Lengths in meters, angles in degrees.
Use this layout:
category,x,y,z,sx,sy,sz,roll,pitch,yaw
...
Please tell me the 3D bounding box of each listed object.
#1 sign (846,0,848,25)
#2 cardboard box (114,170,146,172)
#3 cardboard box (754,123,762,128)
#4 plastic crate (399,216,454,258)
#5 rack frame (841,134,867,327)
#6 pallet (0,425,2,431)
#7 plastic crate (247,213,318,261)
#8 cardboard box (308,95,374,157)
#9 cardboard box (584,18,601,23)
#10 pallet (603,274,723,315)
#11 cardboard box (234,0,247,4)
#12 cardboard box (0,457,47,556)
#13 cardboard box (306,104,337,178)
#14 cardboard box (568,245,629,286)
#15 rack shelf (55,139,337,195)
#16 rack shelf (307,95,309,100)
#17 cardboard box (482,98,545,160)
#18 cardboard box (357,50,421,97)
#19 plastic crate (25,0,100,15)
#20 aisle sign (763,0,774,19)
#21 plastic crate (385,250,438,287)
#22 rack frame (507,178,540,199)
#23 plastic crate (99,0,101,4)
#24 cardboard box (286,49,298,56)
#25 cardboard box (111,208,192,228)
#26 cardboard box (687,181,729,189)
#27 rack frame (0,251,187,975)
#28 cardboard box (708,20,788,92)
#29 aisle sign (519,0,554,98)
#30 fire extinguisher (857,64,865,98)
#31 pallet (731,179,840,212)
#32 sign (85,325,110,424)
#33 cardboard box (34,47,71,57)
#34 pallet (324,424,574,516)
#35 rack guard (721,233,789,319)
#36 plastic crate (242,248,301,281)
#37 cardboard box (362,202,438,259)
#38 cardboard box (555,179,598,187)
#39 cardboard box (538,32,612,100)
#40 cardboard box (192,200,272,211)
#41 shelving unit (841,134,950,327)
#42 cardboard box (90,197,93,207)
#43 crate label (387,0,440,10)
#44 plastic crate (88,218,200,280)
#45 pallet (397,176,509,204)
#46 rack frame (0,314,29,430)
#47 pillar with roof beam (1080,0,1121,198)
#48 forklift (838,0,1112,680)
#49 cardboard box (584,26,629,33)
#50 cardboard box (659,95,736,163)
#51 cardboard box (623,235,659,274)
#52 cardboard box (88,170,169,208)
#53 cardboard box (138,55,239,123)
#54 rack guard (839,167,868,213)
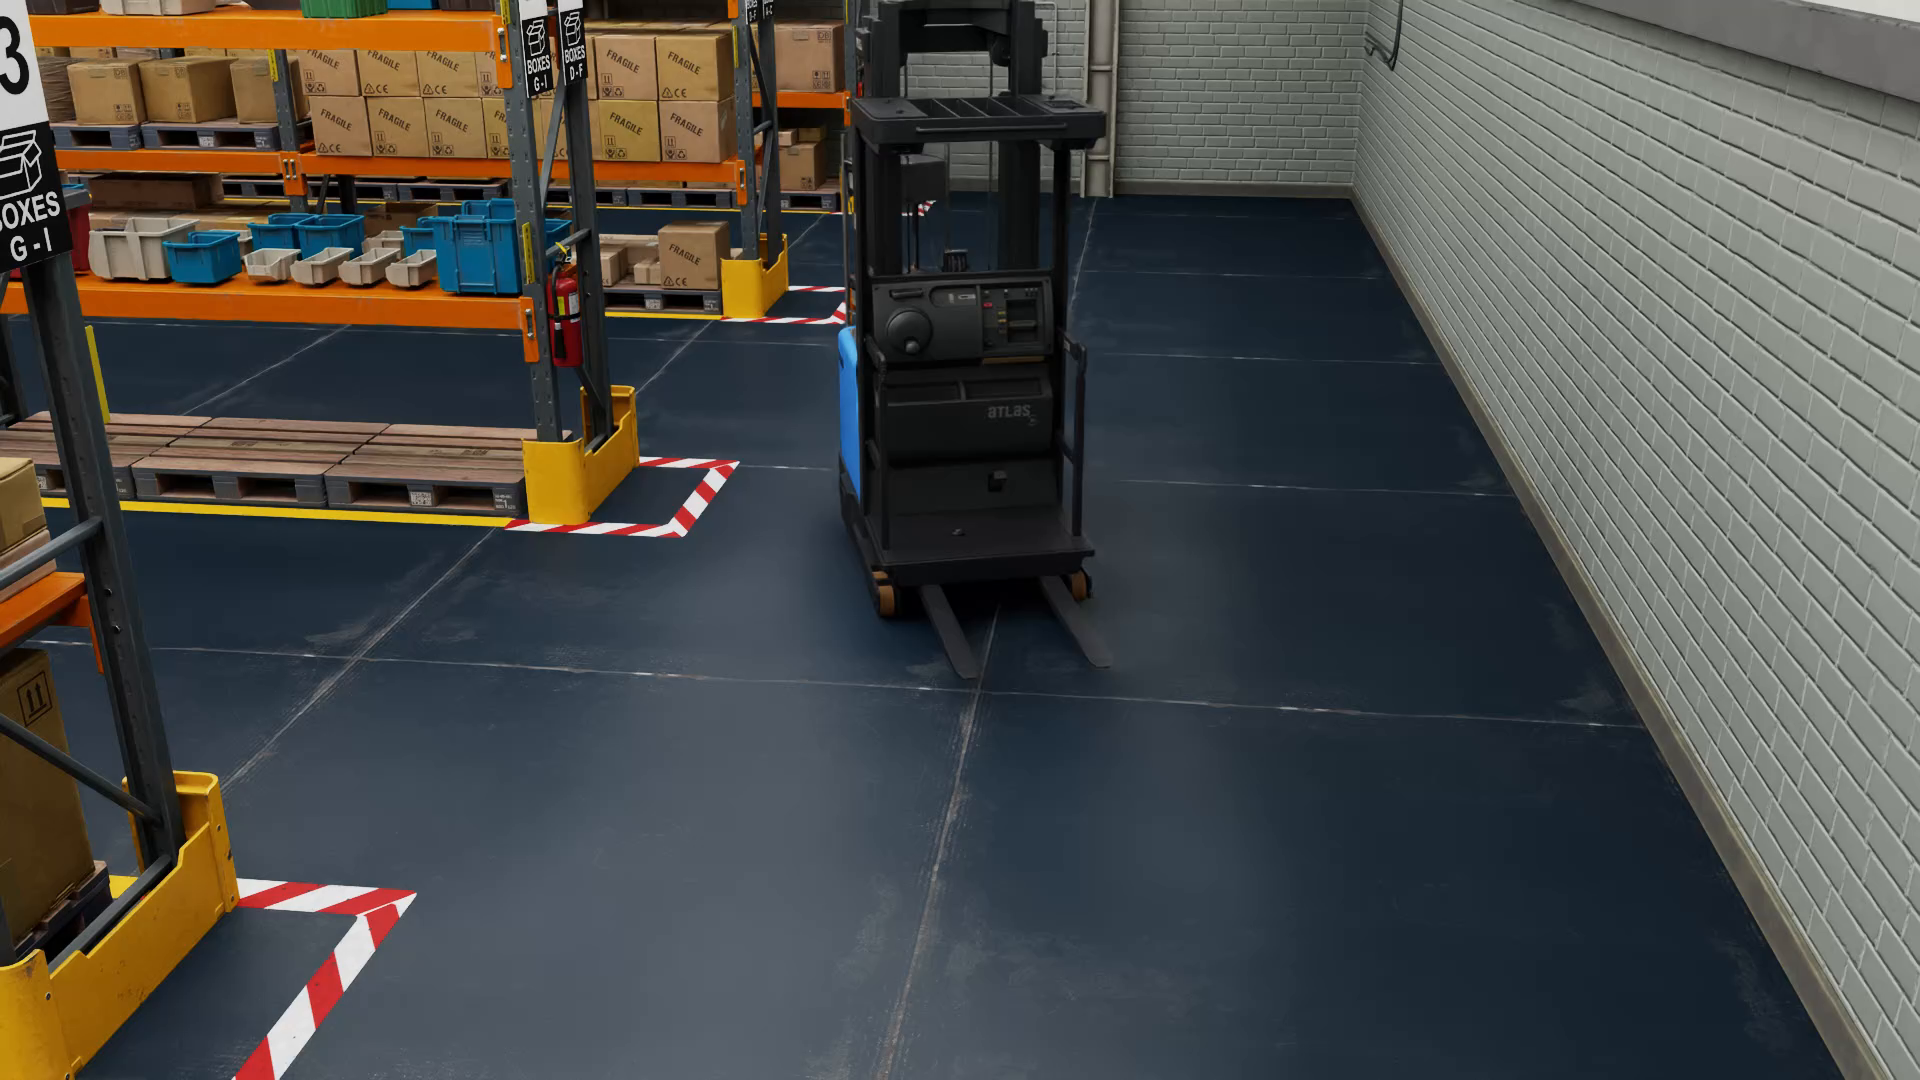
category,x,y,z,sx,sy,sz,roll,pitch,yaw
sign,-1.225,-5.762,18.037,0.005,0.325,0.100,2,22,6
cardboard box,-9.812,-4.711,20.078,0.500,0.500,0.700,3,22,7
cardboard box,-2.458,-4.739,19.294,0.250,0.149,0.380,3,22,7
plastic crate,-3.173,-1.803,10.067,0.300,0.233,0.416,2,22,6
rack frame,-0.587,-1.340,9.971,0.015,2.100,0.400,-13,25,-29
pallet,-7.046,-0.619,10.718,1.213,0.211,1.003,2,22,6
plastic crate,-4.125,-1.845,10.172,0.300,0.233,0.416,2,22,6
cardboard box,-5.224,-3.600,14.330,0.500,0.500,0.500,3,22,8
cardboard box,-4.582,-5.594,19.102,0.700,0.700,0.980,3,22,7
pallet,-2.593,-2.243,14.826,1.213,0.211,1.003,2,22,6
cardboard box,-8.137,-6.063,19.108,0.500,0.250,0.500,2,22,6
cardboard box,-3.341,-0.073,5.345,0.500,0.250,0.500,2,22,5
cardboard box,-7.507,-4.733,19.684,0.750,0.750,0.750,2,22,6
cardboard box,-3.235,-2.414,14.607,0.500,0.250,0.500,2,22,6
rack shelf,-7.684,-3.427,15.007,4.000,0.370,1.077,2,22,6
rack shelf,-7.105,-5.236,19.582,4.000,0.370,1.077,2,22,6
cardboard box,-3.714,-3.535,14.166,0.500,0.500,0.500,2,22,6
cardboard box,-4.751,-4.041,14.086,0.500,0.500,0.500,2,22,5
plastic crate,-5.084,-3.047,9.165,0.590,0.269,0.497,2,22,6
aisle sign,-1.624,-4.815,14.004,0.004,0.787,0.394,2,22,6
plastic crate,-3.144,-1.568,9.604,0.243,0.136,0.396,2,22,6
rack frame,-5.119,-5.484,19.231,0.127,3.000,1.000,2,22,6
plastic crate,-4.977,-3.223,9.791,0.466,0.136,0.293,2,22,6
cardboard box,-7.627,-5.689,19.182,0.500,0.500,0.500,2,22,6
cardboard box,-7.210,-2.680,14.941,0.500,0.500,0.500,3,22,7
cardboard box,-2.850,-4.381,19.269,0.500,0.500,0.700,2,22,5
rack frame,-2.896,0.115,5.070,0.127,3.000,1.000,2,22,6
cardboard box,-2.378,-5.496,18.854,0.700,0.700,0.980,2,22,6
aisle sign,-2.276,-2.793,8.888,0.004,0.787,0.394,2,22,6
fire extinguisher,-1.051,-4.927,18.434,0.183,0.674,0.296,2,22,6
pallet,-1.950,-4.020,19.321,1.213,0.211,1.003,2,22,6
sign,-2.824,-0.527,5.408,0.005,0.325,0.100,2,22,6
cardboard box,-10.799,-5.971,19.728,0.500,0.500,0.700,2,22,6
pallet,-3.127,-0.447,10.283,1.213,0.211,1.003,2,22,6
rack guard,-1.802,-2.343,14.686,0.348,0.500,1.175,2,22,6
plastic crate,-4.006,-1.595,9.672,0.250,0.136,0.298,2,22,6
cardboard box,-5.099,-2.796,15.234,0.500,0.500,0.500,2,22,6
cardboard box,-4.389,-4.447,19.437,0.500,0.500,0.700,3,22,7
cardboard box,-3.218,-3.975,13.918,0.500,0.500,0.500,3,22,8
cardboard box,-6.681,-2.846,15.361,0.500,0.500,0.500,3,22,7
shelving unit,-0.379,-1.387,10.090,0.503,2.100,0.431,-13,25,-29
cardboard box,-8.200,-2.913,15.530,0.500,0.500,0.500,2,22,4
crate label,-3.191,-3.177,9.520,0.502,0.251,0.408,2,22,6
plastic crate,-4.790,-1.706,9.756,0.530,0.282,0.437,2,22,6
pallet,-5.894,-4.193,19.759,1.213,0.211,1.003,2,22,6
rack frame,-6.285,-1.867,10.082,0.127,3.000,1.000,2,22,6
pillar with roof beam,1.130,-6.728,14.218,0.400,9.000,9.100,2,22,6
forklift,0.060,-1.116,8.277,1.130,2.935,3.031,-4,22,-10
cardboard box,-3.152,-4.172,14.418,0.500,0.500,0.500,3,22,7
cardboard box,-2.203,-3.469,13.998,0.500,0.500,0.500,3,22,8
cardboard box,-2.729,-2.577,15.019,0.500,0.250,0.500,2,22,6
cardboard box,-7.641,-3.241,15.339,0.500,0.250,0.500,2,22,5
cardboard box,-6.833,-4.026,14.836,0.500,0.500,0.700,6,22,15
rack guard,-1.123,-4.147,19.250,0.348,0.500,1.175,2,22,6
